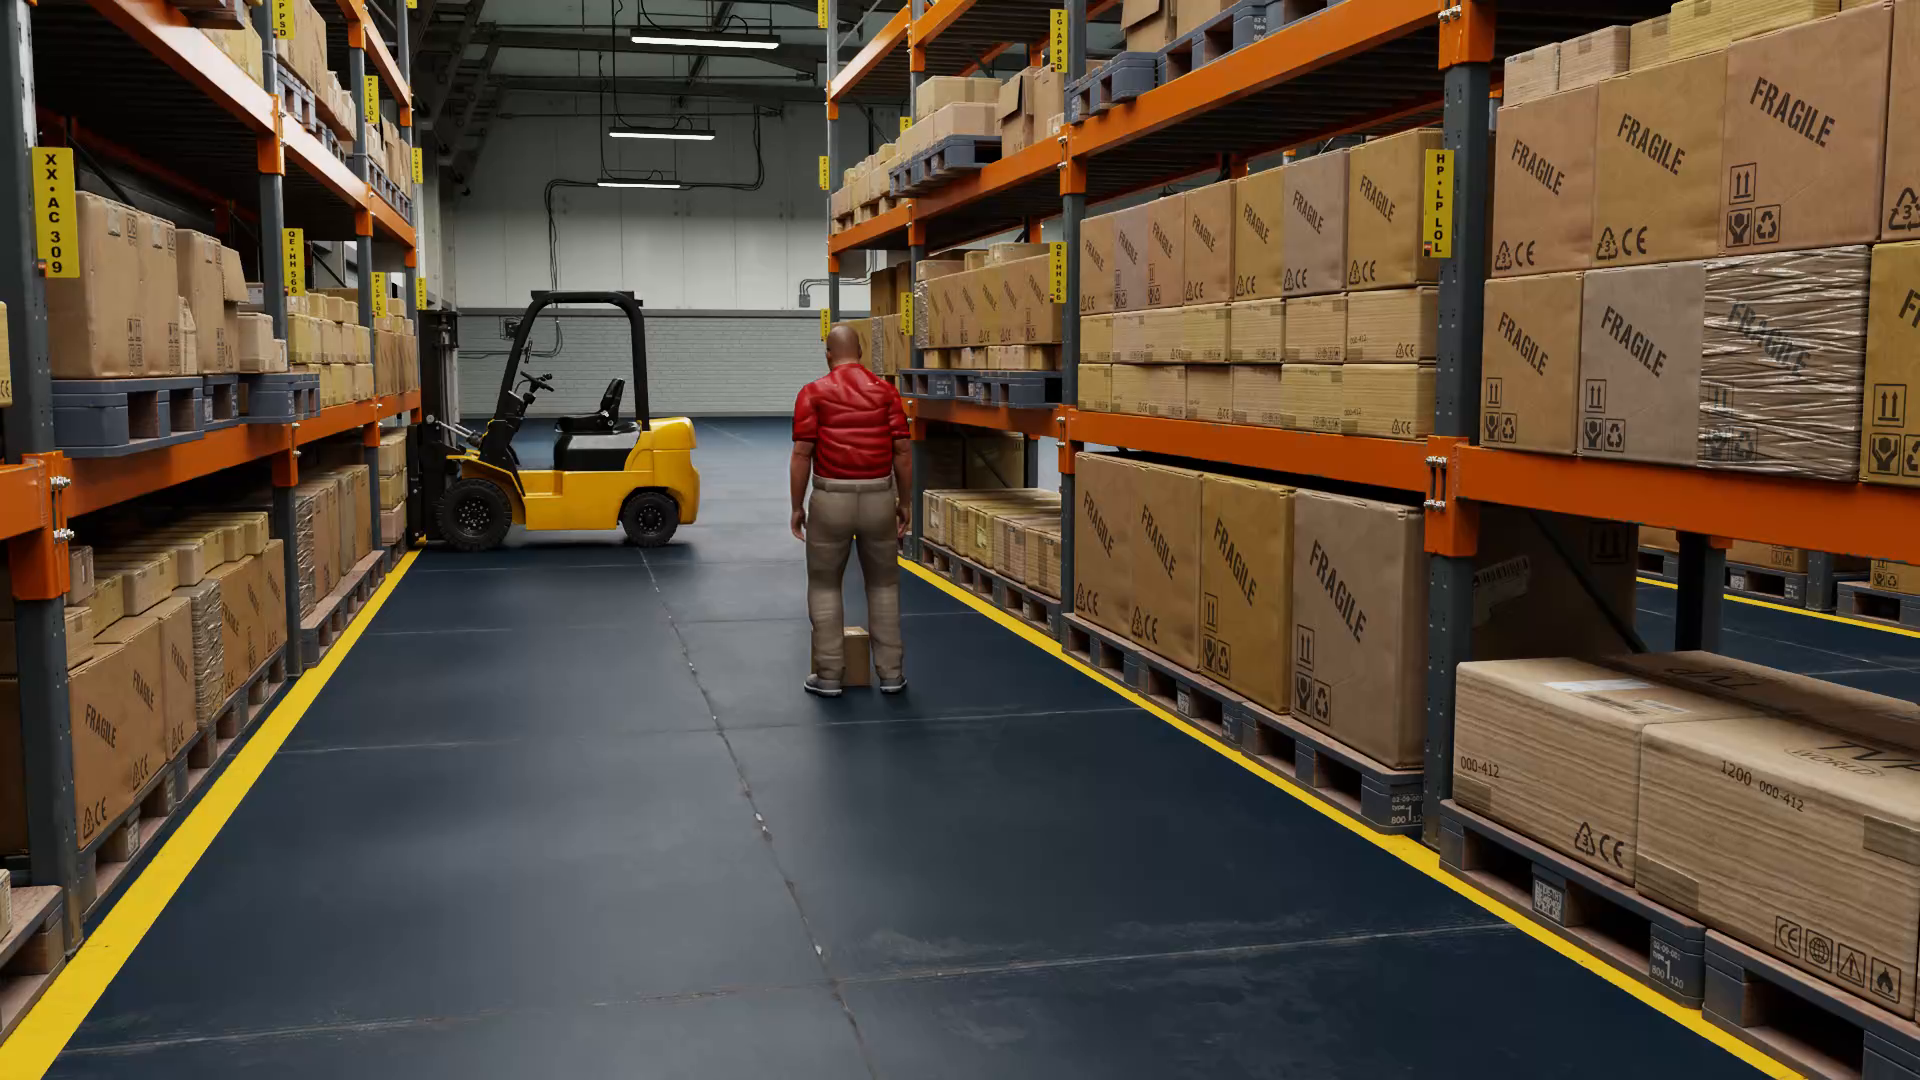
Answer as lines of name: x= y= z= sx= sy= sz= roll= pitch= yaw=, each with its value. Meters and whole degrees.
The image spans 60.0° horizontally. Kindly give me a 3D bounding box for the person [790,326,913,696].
person: x=-0.512 y=-0.138 z=7.816 sx=0.583 sy=1.726 sz=0.394 roll=-2 pitch=6 yaw=-14
